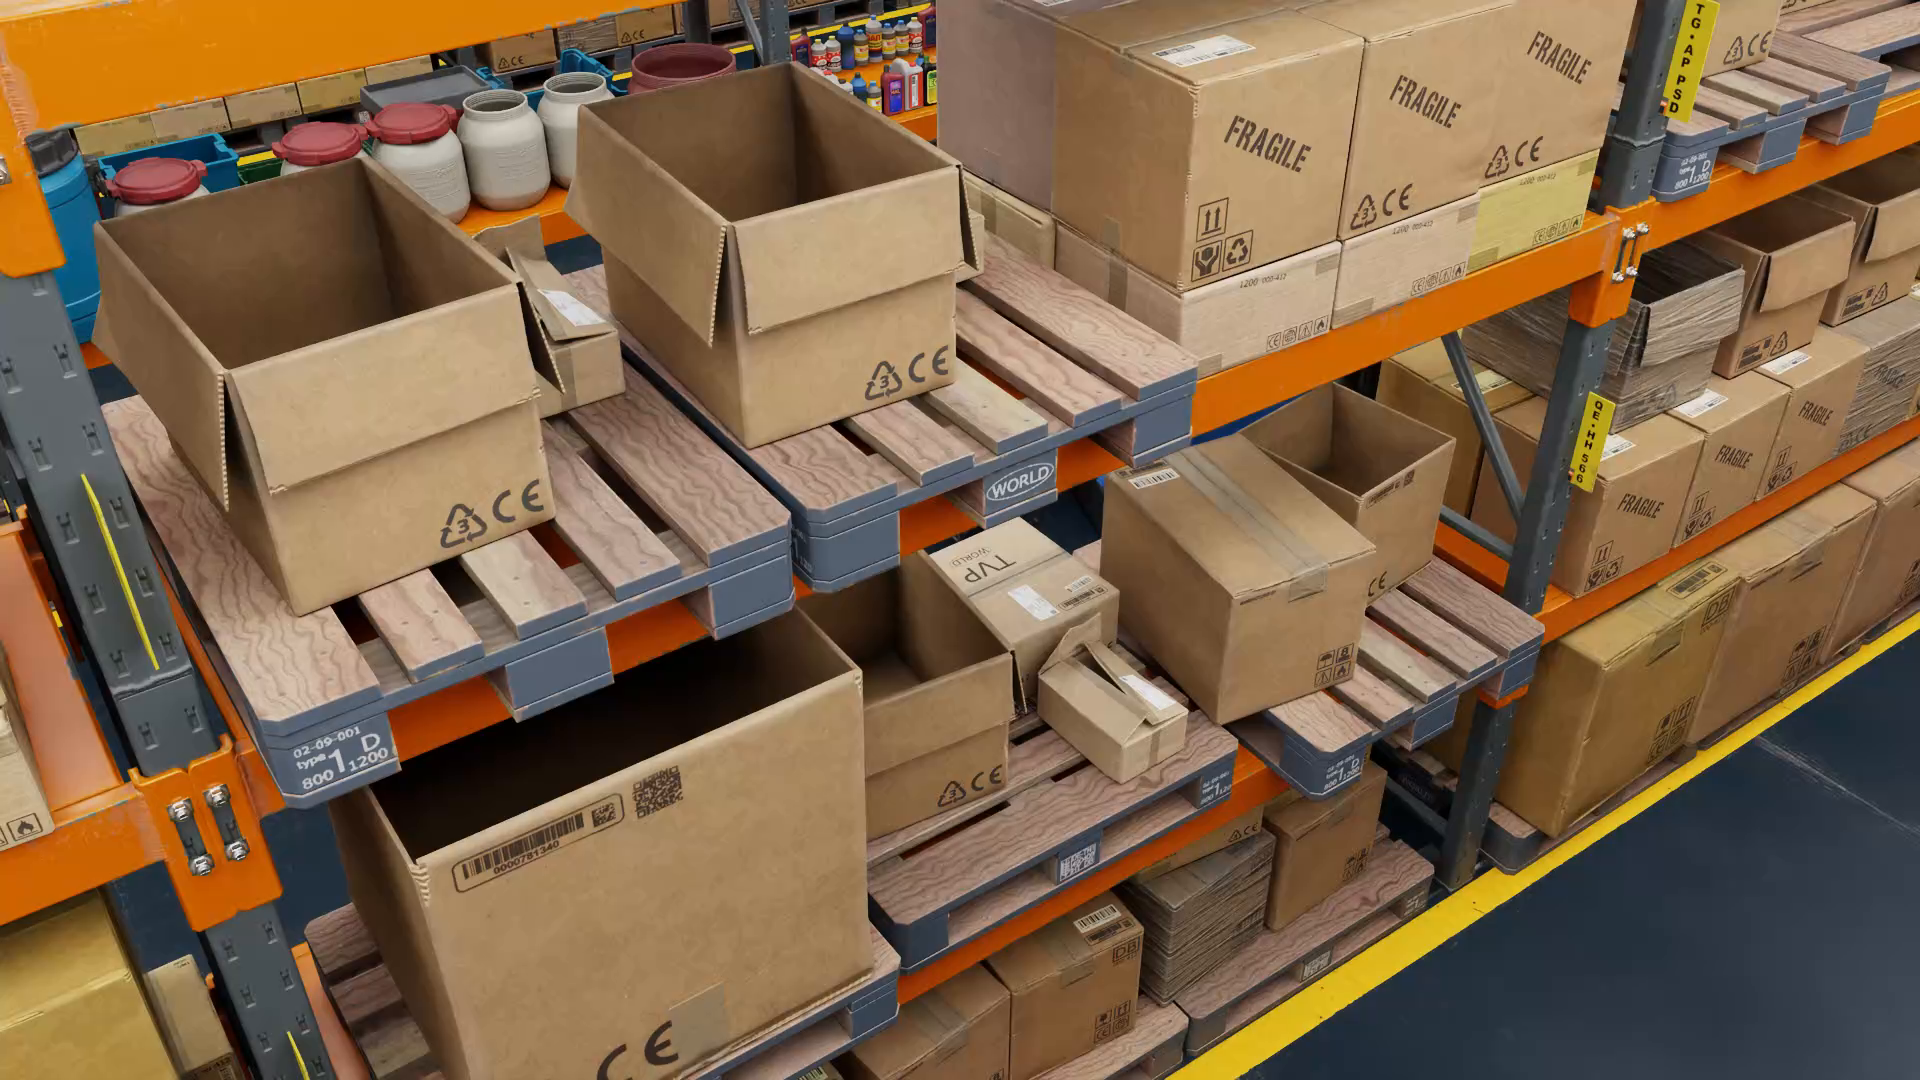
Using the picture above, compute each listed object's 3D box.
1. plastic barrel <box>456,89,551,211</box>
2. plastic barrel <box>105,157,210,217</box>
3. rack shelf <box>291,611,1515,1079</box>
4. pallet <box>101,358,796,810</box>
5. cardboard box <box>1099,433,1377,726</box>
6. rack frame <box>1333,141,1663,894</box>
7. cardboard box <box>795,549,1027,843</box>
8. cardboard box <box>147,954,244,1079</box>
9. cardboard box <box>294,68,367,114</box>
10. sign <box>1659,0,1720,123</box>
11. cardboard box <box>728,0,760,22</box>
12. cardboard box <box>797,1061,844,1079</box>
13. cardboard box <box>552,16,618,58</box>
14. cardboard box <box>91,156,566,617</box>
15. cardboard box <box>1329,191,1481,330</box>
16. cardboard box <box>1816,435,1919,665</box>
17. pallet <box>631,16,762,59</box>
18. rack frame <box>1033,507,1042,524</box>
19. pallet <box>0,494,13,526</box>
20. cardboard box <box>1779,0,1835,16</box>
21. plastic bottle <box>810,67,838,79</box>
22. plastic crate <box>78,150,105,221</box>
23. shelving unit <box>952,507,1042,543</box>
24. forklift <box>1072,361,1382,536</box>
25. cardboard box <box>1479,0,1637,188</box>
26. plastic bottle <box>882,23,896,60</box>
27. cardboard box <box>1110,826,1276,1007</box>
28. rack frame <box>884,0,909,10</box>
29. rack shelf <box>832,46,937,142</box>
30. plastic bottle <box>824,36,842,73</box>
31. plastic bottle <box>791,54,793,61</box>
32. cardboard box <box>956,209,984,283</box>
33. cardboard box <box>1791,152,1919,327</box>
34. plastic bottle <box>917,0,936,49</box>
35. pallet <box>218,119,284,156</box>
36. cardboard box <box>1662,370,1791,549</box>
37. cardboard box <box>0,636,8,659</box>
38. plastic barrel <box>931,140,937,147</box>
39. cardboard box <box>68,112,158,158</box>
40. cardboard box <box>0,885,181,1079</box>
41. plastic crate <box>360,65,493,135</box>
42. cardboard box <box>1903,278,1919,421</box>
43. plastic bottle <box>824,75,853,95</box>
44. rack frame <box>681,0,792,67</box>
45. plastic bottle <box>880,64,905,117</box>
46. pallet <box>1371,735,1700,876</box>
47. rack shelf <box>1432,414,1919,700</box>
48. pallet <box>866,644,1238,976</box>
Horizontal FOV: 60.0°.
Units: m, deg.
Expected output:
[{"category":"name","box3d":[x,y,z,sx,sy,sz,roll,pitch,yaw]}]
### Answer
[{"category":"plastic barrel","box3d":[-2.275,-1.941,8.284,0.421,0.512,0.421,0,36,0]},{"category":"plastic barrel","box3d":[-3.574,-1.412,7.528,0.433,0.535,0.433,0,36,0]},{"category":"rack shelf","box3d":[0.006,0.844,5.124,4.000,0.370,1.077,-22,41,-28]},{"category":"pallet","box3d":[-1.063,-0.074,3.376,1.003,0.211,1.213,-22,41,-28]},{"category":"cardboard box","box3d":[0.824,0.104,5.091,0.500,0.500,0.700,-16,39,-21]},{"category":"rack frame","box3d":[1.641,-0.121,5.849,0.127,3.000,1.000,-22,41,-28]},{"category":"cardboard box","box3d":[-0.265,0.385,4.698,0.637,0.503,0.797,-18,39,-23]},{"category":"cardboard box","box3d":[-1.978,1.255,4.151,0.250,0.149,0.380,-22,41,-28]},{"category":"cardboard box","box3d":[-4.772,-3.436,12.454,0.500,0.250,0.500,-23,42,-28]},{"category":"sign","box3d":[1.952,-1.289,4.462,0.005,0.325,0.100,-22,41,-28]},{"category":"cardboard box","box3d":[-1.851,-4.726,14.016,0.500,0.500,0.500,-22,41,-27]},{"category":"cardboard box","box3d":[-0.714,1.713,5.063,0.500,0.500,0.700,-23,41,-28]},{"category":"cardboard box","box3d":[-3.102,-4.210,13.298,0.500,0.500,0.500,-24,42,-29]},{"category":"cardboard box","box3d":[-1.188,-0.317,3.104,0.637,0.503,0.797,-25,42,-30]},{"category":"cardboard box","box3d":[0.996,-0.828,4.391,0.500,0.250,0.500,-23,41,-28]},{"category":"cardboard box","box3d":[3.669,-0.249,7.487,0.875,0.875,1.225,-24,42,-29]},{"category":"pallet","box3d":[-2.434,-4.359,14.130,1.213,0.211,1.003,-22,41,-28]},{"category":"rack frame","box3d":[0.335,-0.625,8.091,0.015,1.200,0.240,-22,41,-28]},{"category":"pallet","box3d":[-5.055,0.199,7.793,1.213,0.211,1.003,-22,41,-28]},{"category":"cardboard box","box3d":[2.753,-2.122,5.617,0.500,0.500,0.500,-20,40,-26]},{"category":"plastic bottle","box3d":[-0.760,-2.498,9.261,0.135,0.276,0.152,-22,41,-28]},{"category":"plastic crate","box3d":[-4.263,-1.474,7.676,0.583,0.464,0.402,-22,41,-28]},{"category":"shelving unit","box3d":[0.135,-0.543,7.977,0.503,1.200,0.258,-22,41,-28]},{"category":"forklift","box3d":[2.062,-1.573,7.927,3.031,2.935,1.130,-9,37,-13]},{"category":"cardboard box","box3d":[1.395,-1.303,4.409,0.500,0.500,0.500,-21,41,-27]},{"category":"plastic bottle","box3d":[-0.436,-3.015,10.044,0.097,0.201,0.097,0,36,0]},{"category":"cardboard box","box3d":[0.659,1.143,5.856,0.500,0.500,0.700,-26,43,-31]},{"category":"rack frame","box3d":[-0.793,-6.196,14.296,0.127,3.000,1.000,-22,41,-28]},{"category":"rack shelf","box3d":[0.422,-2.866,10.282,4.000,0.370,1.077,-22,41,-28]},{"category":"plastic bottle","box3d":[-0.755,-2.884,9.862,0.097,0.201,0.097,0,36,0]},{"category":"plastic bottle","box3d":[-1.023,-2.774,9.708,0.097,0.201,0.097,0,36,0]},{"category":"cardboard box","box3d":[-0.154,-0.747,3.992,0.250,0.166,0.380,-24,42,-29]},{"category":"cardboard box","box3d":[3.326,-1.254,6.479,0.637,0.503,0.797,-21,41,-26]},{"category":"plastic bottle","box3d":[-0.193,-3.162,10.177,0.133,0.283,0.061,-22,41,-28]},{"category":"pallet","box3d":[-5.755,-3.052,12.313,1.213,0.211,1.003,-22,41,-28]},{"category":"cardboard box","box3d":[2.615,-0.370,6.110,0.500,0.500,0.500,-24,42,-29]},{"category":"cardboard box","box3d":[-2.144,0.097,3.106,0.500,0.250,0.500,-24,42,-30]},{"category":"plastic barrel","box3d":[0.101,-2.229,10.486,0.708,0.588,0.600,-22,41,-28]},{"category":"cardboard box","box3d":[-6.020,-2.923,11.741,0.500,0.250,0.500,-24,42,-29]},{"category":"cardboard box","box3d":[-1.838,0.940,3.178,0.500,0.500,0.500,-22,41,-28]},{"category":"plastic crate","box3d":[-2.710,-2.113,8.565,0.583,0.464,0.402,-22,41,-28]},{"category":"cardboard box","box3d":[3.854,-0.877,6.815,0.500,0.500,0.500,-23,42,-28]},{"category":"plastic bottle","box3d":[-0.673,-2.426,9.160,0.135,0.276,0.152,-22,41,-28]},{"category":"rack frame","box3d":[-1.212,-2.485,9.136,0.127,3.000,1.000,-22,41,-28]},{"category":"plastic bottle","box3d":[-0.378,-2.518,9.281,0.133,0.283,0.061,-22,41,-28]},{"category":"pallet","box3d":[2.329,0.782,6.982,1.213,0.211,1.003,-22,41,-28]},{"category":"rack shelf","box3d":[3.276,-0.502,6.995,4.000,0.370,1.077,-22,41,-28]},{"category":"pallet","box3d":[0.046,0.642,4.952,1.213,0.211,1.003,-22,41,-28]}]
